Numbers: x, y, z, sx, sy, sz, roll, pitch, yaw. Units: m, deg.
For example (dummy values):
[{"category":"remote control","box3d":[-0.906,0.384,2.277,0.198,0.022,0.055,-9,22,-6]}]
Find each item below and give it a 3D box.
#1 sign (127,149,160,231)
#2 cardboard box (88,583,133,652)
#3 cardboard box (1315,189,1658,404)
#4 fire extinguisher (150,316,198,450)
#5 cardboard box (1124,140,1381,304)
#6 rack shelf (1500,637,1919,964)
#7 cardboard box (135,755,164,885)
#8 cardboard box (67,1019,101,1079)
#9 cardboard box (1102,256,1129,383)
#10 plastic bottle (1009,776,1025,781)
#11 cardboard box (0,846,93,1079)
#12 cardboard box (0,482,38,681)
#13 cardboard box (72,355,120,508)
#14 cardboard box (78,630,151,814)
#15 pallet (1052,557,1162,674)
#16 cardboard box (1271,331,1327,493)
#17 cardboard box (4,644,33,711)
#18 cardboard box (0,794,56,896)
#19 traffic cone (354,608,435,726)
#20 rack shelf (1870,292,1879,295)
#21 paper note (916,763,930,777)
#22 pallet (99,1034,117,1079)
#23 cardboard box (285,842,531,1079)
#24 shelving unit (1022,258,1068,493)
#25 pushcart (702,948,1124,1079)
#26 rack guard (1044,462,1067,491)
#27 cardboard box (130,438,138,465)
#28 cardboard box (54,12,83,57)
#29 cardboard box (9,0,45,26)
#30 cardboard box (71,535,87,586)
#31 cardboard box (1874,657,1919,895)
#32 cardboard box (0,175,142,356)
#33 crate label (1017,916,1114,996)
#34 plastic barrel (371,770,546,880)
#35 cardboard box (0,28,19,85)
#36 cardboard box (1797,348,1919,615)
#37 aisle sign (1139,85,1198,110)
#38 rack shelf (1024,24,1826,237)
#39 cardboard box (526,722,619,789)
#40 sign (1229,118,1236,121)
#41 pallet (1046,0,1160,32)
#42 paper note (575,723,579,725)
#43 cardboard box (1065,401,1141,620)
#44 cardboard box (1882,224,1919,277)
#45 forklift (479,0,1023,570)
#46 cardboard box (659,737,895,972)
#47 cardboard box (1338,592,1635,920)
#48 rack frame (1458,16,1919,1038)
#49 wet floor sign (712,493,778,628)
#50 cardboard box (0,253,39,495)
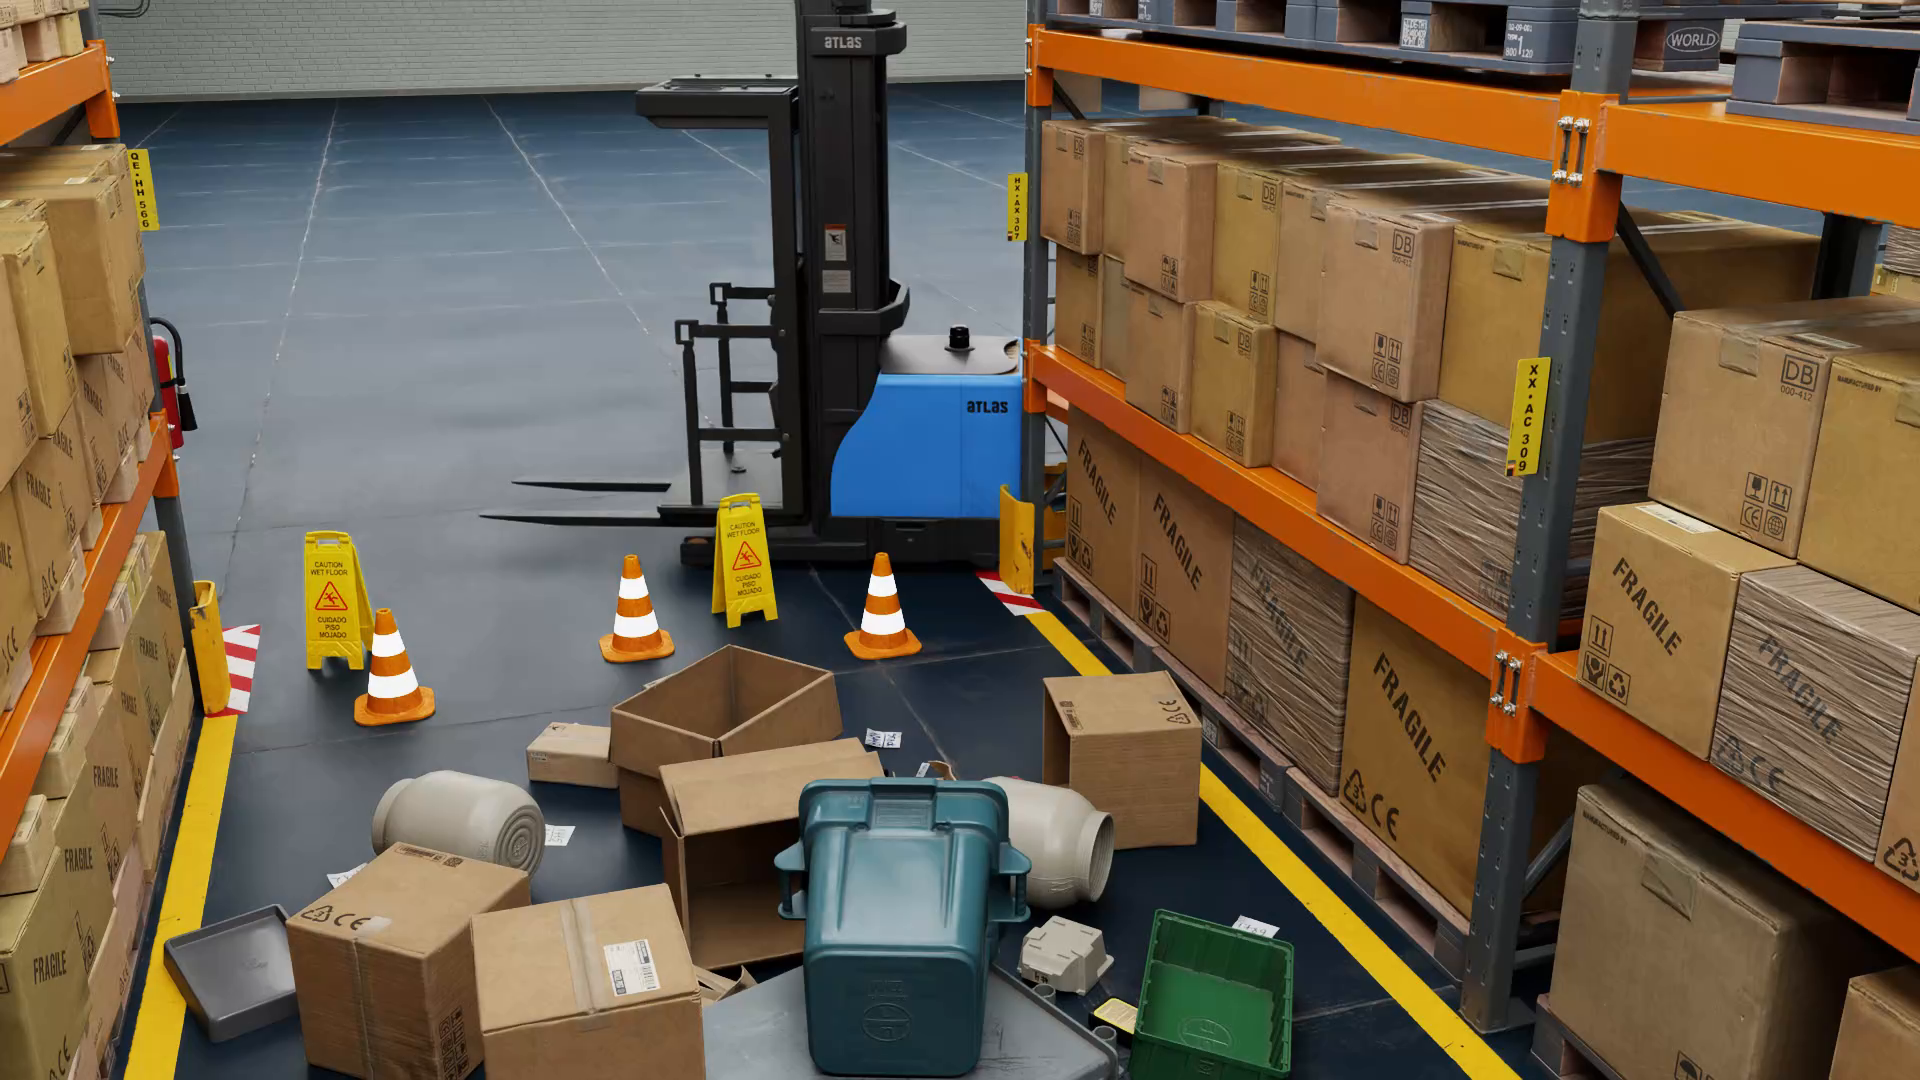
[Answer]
[{"category":"sign","box3d":[-3.326,-1.419,6.748,0.100,0.325,0.005,-6,21,-17]},{"category":"cardboard box","box3d":[-3.024,0.272,5.600,0.380,0.149,0.250,-5,20,-15]},{"category":"cardboard box","box3d":[1.699,-0.812,5.421,0.875,0.550,0.550,-6,21,-17]},{"category":"fire extinguisher","box3d":[-3.458,-0.722,7.103,0.296,0.674,0.183,-6,21,-17]},{"category":"cardboard box","box3d":[1.195,-1.326,6.850,0.875,0.550,0.550,-6,21,-17]},{"category":"rack shelf","box3d":[2.694,1.033,3.167,1.077,0.370,4.000,-6,21,-17]},{"category":"cardboard box","box3d":[-3.025,0.989,5.671,0.500,0.250,0.500,-7,21,-19]},{"category":"cardboard box","box3d":[-2.531,1.490,4.278,0.500,0.250,0.500,-7,21,-20]},{"category":"cardboard box","box3d":[1.161,-1.013,7.577,0.875,0.550,0.550,-6,21,-17]},{"category":"plastic bottle","box3d":[0.148,1.009,6.516,0.283,0.061,0.133,-15,25,-36]},{"category":"cardboard box","box3d":[-2.531,1.137,4.151,0.500,0.500,0.500,-5,20,-15]},{"category":"cardboard box","box3d":[-2.656,0.095,4.127,0.500,0.500,0.500,-6,21,-17]},{"category":"cardboard box","box3d":[-3.120,-0.392,5.484,0.500,0.500,0.500,-6,21,-17]},{"category":"cardboard box","box3d":[-3.041,0.630,5.561,0.500,0.500,0.500,-7,21,-18]},{"category":"pallet","box3d":[1.134,0.330,8.186,1.003,0.211,1.213,-6,21,-17]},{"category":"cardboard box","box3d":[1.686,-0.495,6.135,0.875,0.550,0.550,-6,21,-17]},{"category":"cardboard box","box3d":[-2.682,0.354,4.366,0.380,0.149,0.250,-6,21,-16]},{"category":"cardboard box","box3d":[-2.514,0.785,4.171,0.380,0.149,0.250,-6,21,-16]},{"category":"traffic cone","box3d":[-2.500,0.522,7.277,0.336,0.463,0.334,-6,21,-17]},{"category":"rack shelf","box3d":[6.177,-0.745,8.117,1.077,0.370,4.000,-6,21,-17]},{"category":"paper note","box3d":[-0.151,0.939,6.787,0.032,0.001,0.123,4,20,11]},{"category":"pallet","box3d":[-2.847,1.712,4.338,1.003,0.211,1.213,-6,21,-17]},{"category":"cardboard box","box3d":[-1.647,1.298,5.059,0.500,0.500,0.500,8,21,20]},{"category":"shelving unit","box3d":[0.791,-0.851,9.455,0.587,1.500,1.083,0,18,-27]},{"category":"pushcart","box3d":[-0.453,1.587,4.440,1.648,0.377,0.936,-15,25,-36]},{"category":"rack guard","box3d":[0.484,-0.409,10.045,0.587,0.250,0.087,0,18,-27]},{"category":"cardboard box","box3d":[-3.294,-0.303,6.194,0.380,0.149,0.250,-7,21,-18]},{"category":"cardboard box","box3d":[-3.372,-1.805,5.938,0.380,0.149,0.250,-6,21,-17]},{"category":"cardboard box","box3d":[-3.118,-1.690,5.030,0.500,0.250,0.500,-6,21,-16]},{"category":"cardboard box","box3d":[-2.896,0.105,5.059,0.380,0.149,0.250,-6,21,-17]},{"category":"cardboard box","box3d":[2.289,0.526,3.367,0.500,0.500,0.500,-6,21,-17]},{"category":"cardboard box","box3d":[-3.082,-0.873,5.344,0.700,0.500,0.500,-7,21,-18]},{"category":"crate label","box3d":[0.334,1.356,5.439,0.250,0.136,0.298,12,23,30]},{"category":"plastic barrel","box3d":[-1.773,1.042,5.889,0.512,0.421,0.421,8,21,20]},{"category":"cardboard box","box3d":[-2.957,-1.393,4.791,0.380,0.149,0.250,-7,21,-18]},{"category":"cardboard box","box3d":[2.390,-0.141,3.745,0.700,0.500,0.500,-7,21,-18]},{"category":"aisle sign","box3d":[1.071,-2.509,8.118,0.394,0.787,0.004,-6,21,-17]},{"category":"rack shelf","box3d":[1.437,-1.662,6.233,1.077,0.370,4.000,-6,21,-17]},{"category":"cardboard box","box3d":[-1.530,0.875,6.760,0.380,0.149,0.250,4,20,11]},{"category":"sign","box3d":[1.328,-1.940,8.318,0.100,0.325,0.005,-6,21,-17]},{"category":"pallet","box3d":[1.051,-2.364,7.254,1.003,0.211,1.213,-6,21,-17]},{"category":"paper note","box3d":[-1.673,0.817,7.097,0.148,0.019,0.142,-15,25,-36]},{"category":"cardboard box","box3d":[1.084,-0.218,8.108,0.875,0.875,0.875,-6,21,-17]},{"category":"cardboard box","box3d":[5.695,-1.733,9.216,0.875,0.500,0.500,-6,21,-17]},{"category":"forklift","box3d":[-1.119,-1.395,8.964,3.031,2.935,1.130,1,20,2]},{"category":"cardboard box","box3d":[-0.602,1.032,5.597,0.797,0.637,0.503,-6,21,-17]},{"category":"cardboard box","box3d":[1.934,0.646,5.703,0.875,0.875,0.875,-6,21,-16]},{"category":"rack frame","box3d":[2.065,0.053,4.832,1.000,3.000,0.127,-6,21,-17]},{"category":"wet floor sign","box3d":[-1.081,0.078,8.244,0.267,0.644,0.232,-10,22,-27]},{"category":"cardboard box","box3d":[-2.674,-0.377,3.961,0.700,0.500,0.500,-6,21,-17]}]
